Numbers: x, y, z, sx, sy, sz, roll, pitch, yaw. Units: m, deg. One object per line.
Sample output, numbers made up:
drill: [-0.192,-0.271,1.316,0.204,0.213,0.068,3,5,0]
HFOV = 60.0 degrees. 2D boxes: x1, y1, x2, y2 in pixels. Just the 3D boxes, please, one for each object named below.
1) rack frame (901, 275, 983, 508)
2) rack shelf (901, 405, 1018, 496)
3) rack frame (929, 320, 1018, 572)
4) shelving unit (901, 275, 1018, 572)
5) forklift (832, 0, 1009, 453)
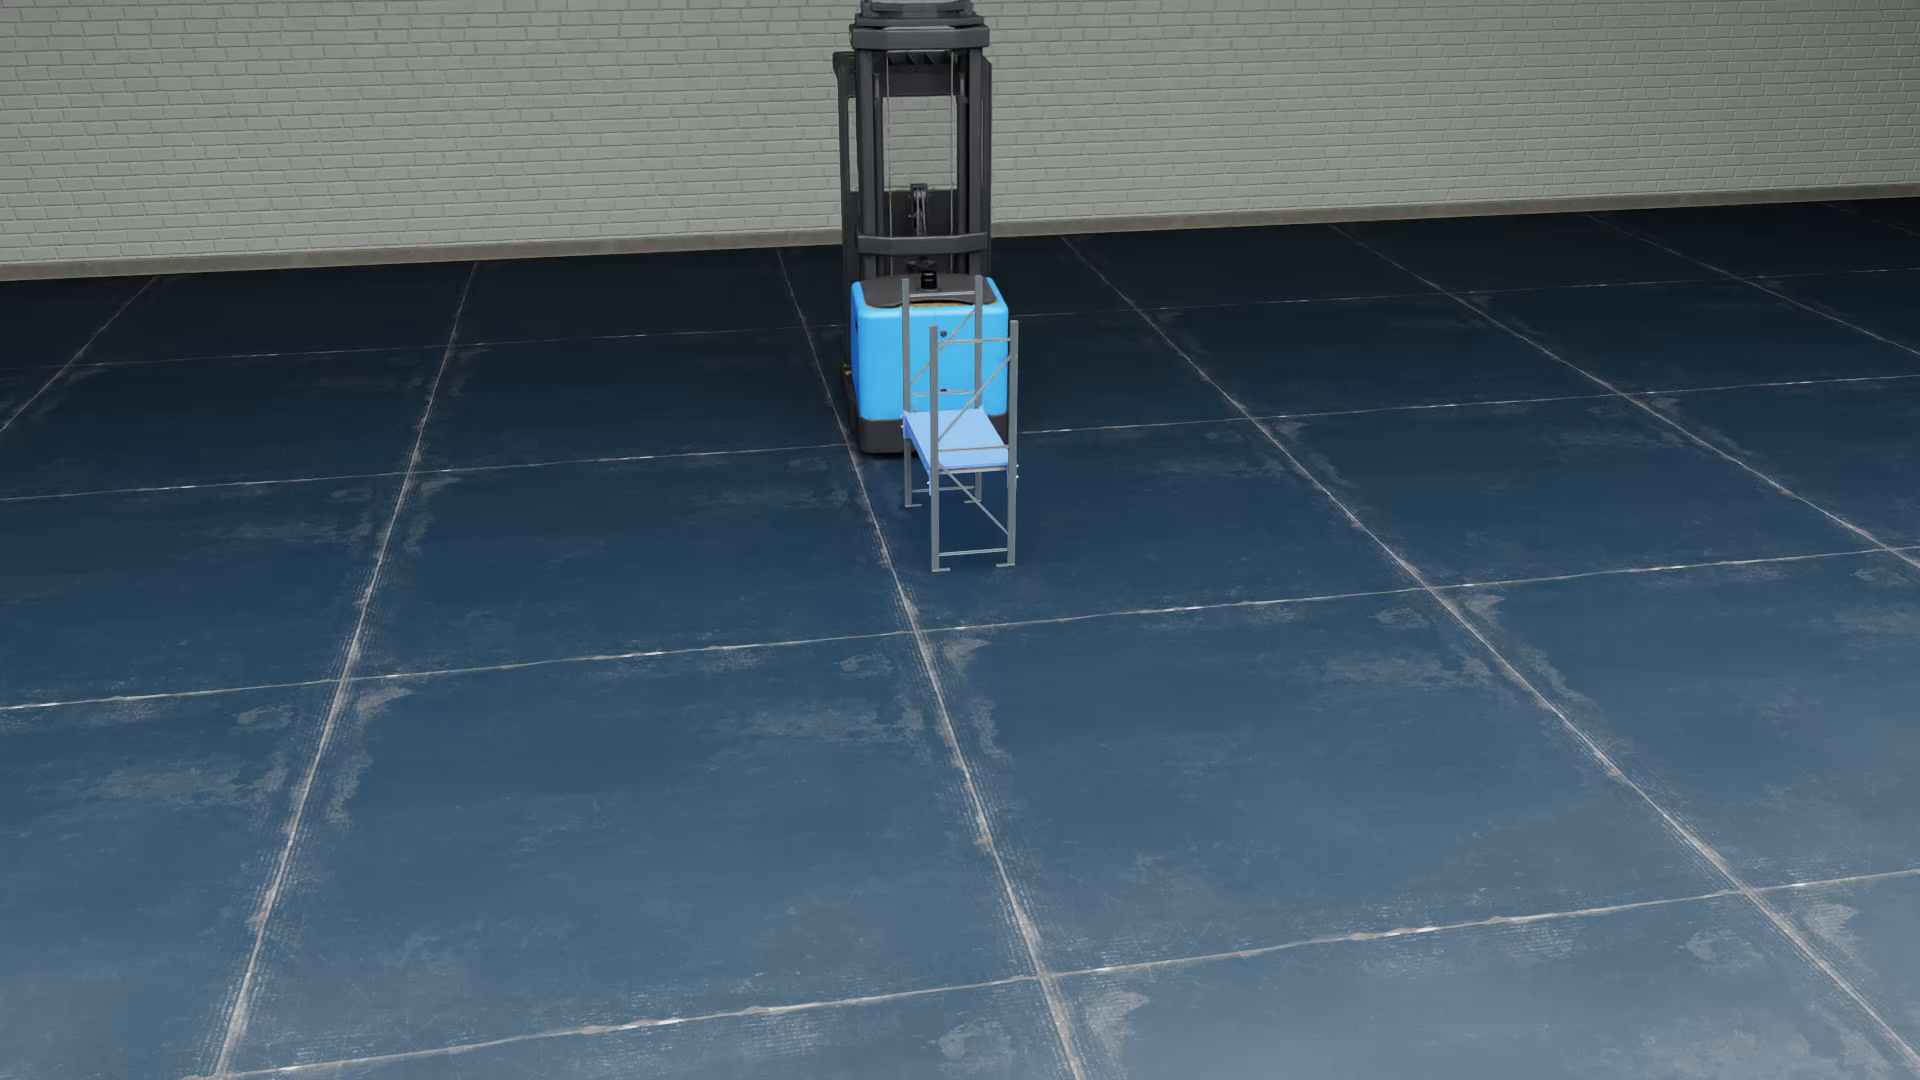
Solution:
rack frame: [-0.110,-0.921,10.484,0.500,1.500,0.032,-4,24,-10]
rack shelf: [-0.016,-0.556,10.099,0.538,0.185,1.000,-4,24,-10]
rack frame: [0.078,-0.521,9.569,0.500,1.500,0.032,-4,24,-10]
shelving unit: [-0.016,-0.721,10.027,0.538,1.500,1.048,-4,24,-10]
forklift: [-0.348,-2.494,12.299,1.130,2.935,3.031,-3,24,-6]
